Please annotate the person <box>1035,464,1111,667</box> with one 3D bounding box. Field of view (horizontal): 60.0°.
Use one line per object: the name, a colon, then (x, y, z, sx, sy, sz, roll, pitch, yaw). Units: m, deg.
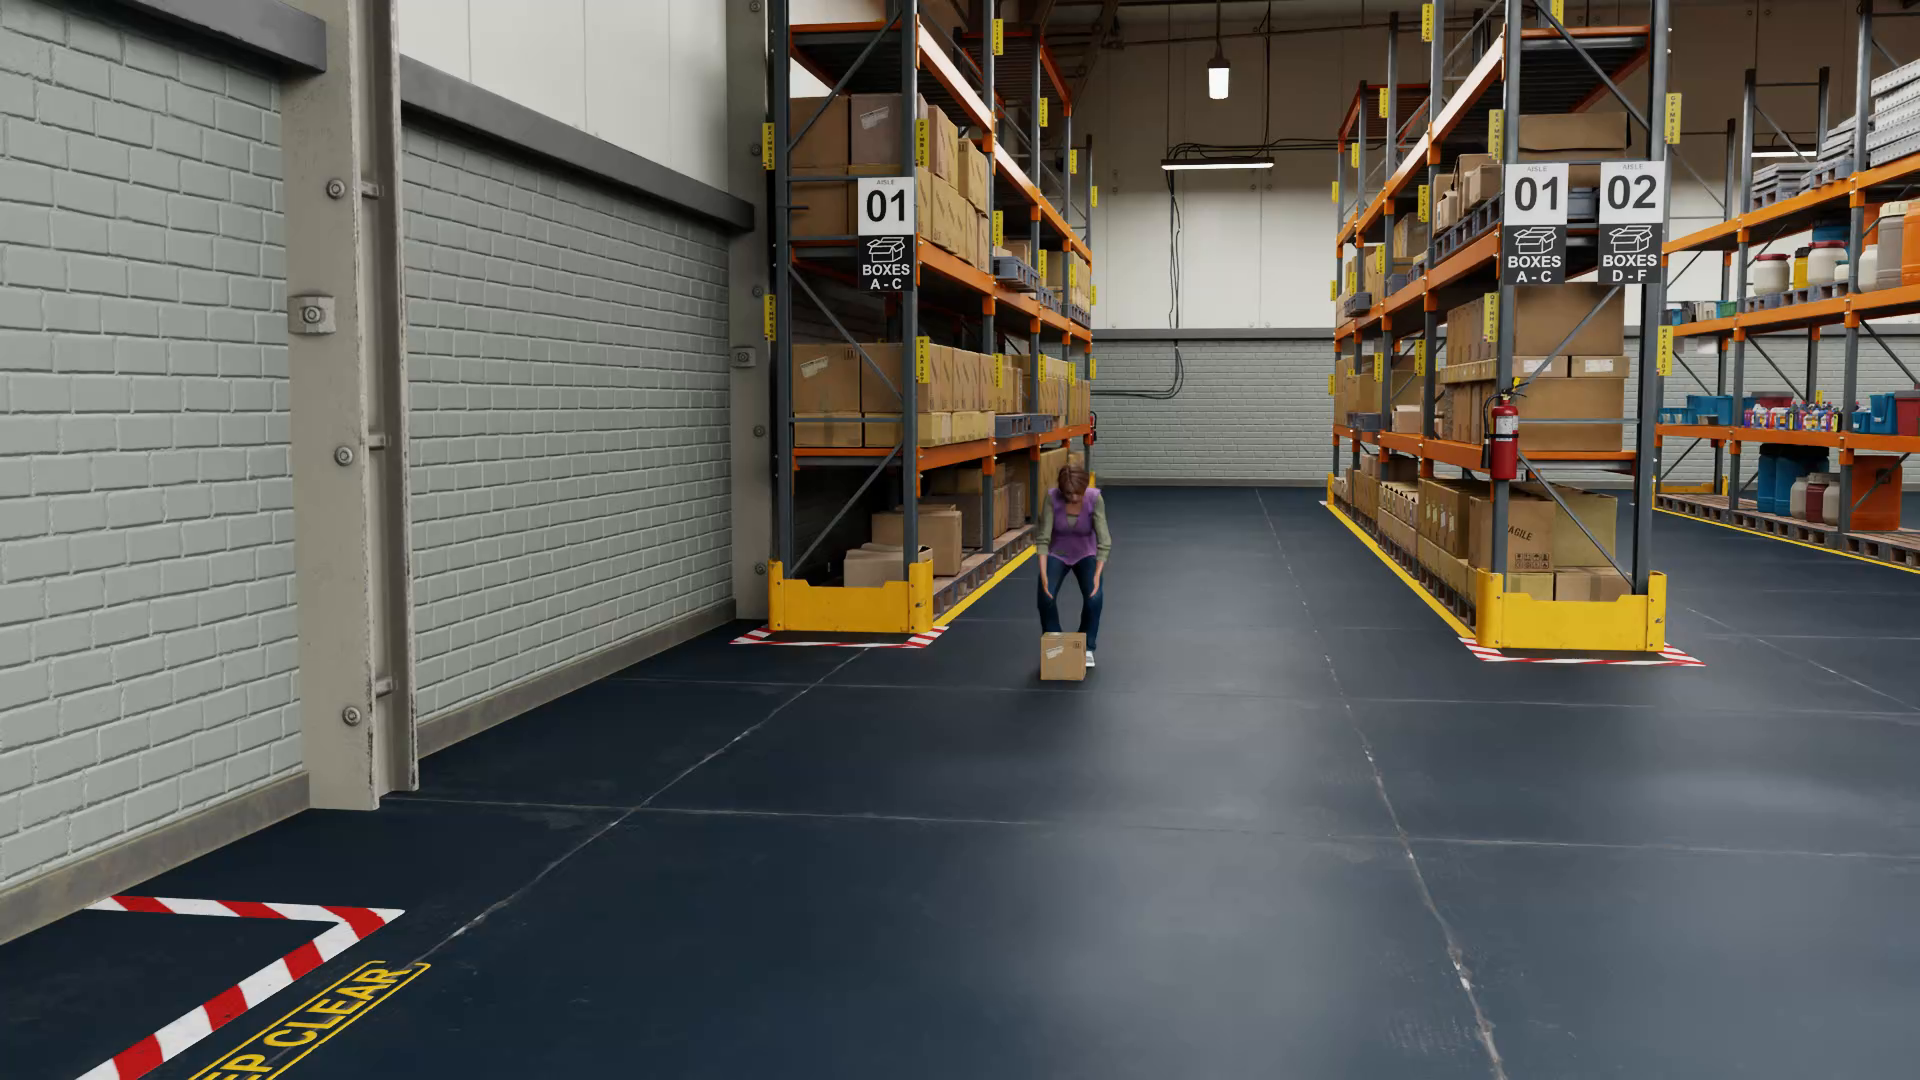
person: (0.708, 0.162, 10.275, 0.463, 1.255, 0.673, 1, 5, 9)
